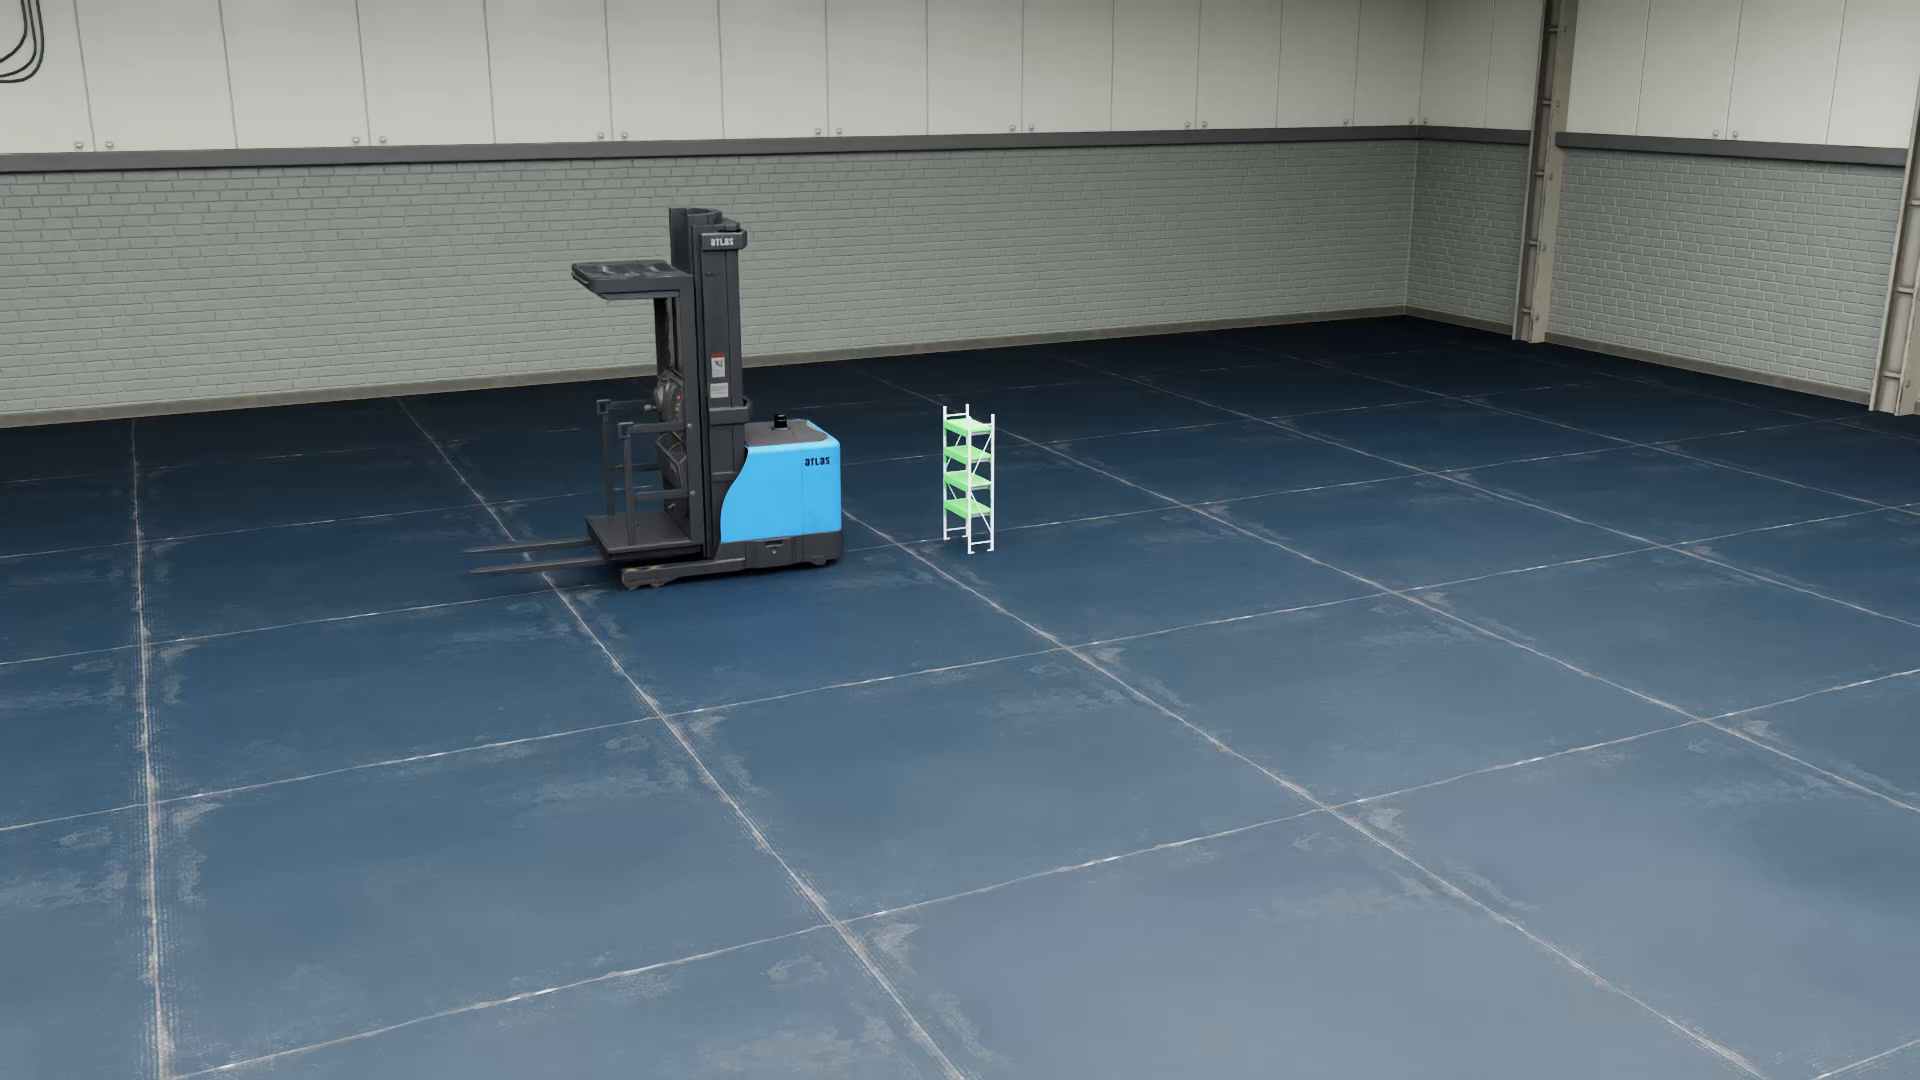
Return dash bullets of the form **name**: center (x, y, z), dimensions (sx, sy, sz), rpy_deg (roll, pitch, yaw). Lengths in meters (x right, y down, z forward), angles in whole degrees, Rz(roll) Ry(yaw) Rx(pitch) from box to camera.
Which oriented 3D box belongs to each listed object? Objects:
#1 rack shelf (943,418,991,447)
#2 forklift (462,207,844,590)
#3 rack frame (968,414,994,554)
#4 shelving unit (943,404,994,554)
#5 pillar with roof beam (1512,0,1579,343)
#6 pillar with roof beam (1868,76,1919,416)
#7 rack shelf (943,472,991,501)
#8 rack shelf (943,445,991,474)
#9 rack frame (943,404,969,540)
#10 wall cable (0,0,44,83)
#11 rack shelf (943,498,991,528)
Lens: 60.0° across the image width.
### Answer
- **rack shelf**: center (0.073, -0.936, 14.327), dimensions (0.258, 0.148, 0.480), rpy_deg (-8, 18, -25)
- **forklift**: center (-2.552, -1.175, 13.533), dimensions (3.031, 2.935, 1.130), rpy_deg (-6, 17, -20)
- **rack frame**: center (0.179, -0.475, 14.231), dimensions (0.240, 1.200, 0.015), rpy_deg (-8, 18, -25)
- **shelving unit**: center (0.073, -0.536, 14.442), dimensions (0.258, 1.200, 0.503), rpy_deg (-8, 18, -25)
- **pillar with roof beam**: center (4.801, -6.849, 22.302), dimensions (9.100, 9.000, 0.400), rpy_deg (-8, 18, -25)
- **pillar with roof beam**: center (7.429, -5.361, 17.118), dimensions (9.100, 9.000, 0.400), rpy_deg (-8, 18, -25)
- **rack shelf**: center (0.073, -0.474, 14.460), dimensions (0.258, 0.148, 0.480), rpy_deg (-8, 18, -25)
- **rack shelf**: center (0.073, -0.705, 14.394), dimensions (0.258, 0.148, 0.480), rpy_deg (-8, 18, -25)
- **rack frame**: center (-0.034, -0.596, 14.653), dimensions (0.240, 1.200, 0.015), rpy_deg (-8, 18, -25)
- **wall cable**: center (-11.207, -7.231, 17.468), dimensions (2.305, 6.003, 0.169), rpy_deg (-8, 18, -25)
- **rack shelf**: center (0.073, -0.244, 14.526), dimensions (0.258, 0.148, 0.480), rpy_deg (-8, 18, -25)
